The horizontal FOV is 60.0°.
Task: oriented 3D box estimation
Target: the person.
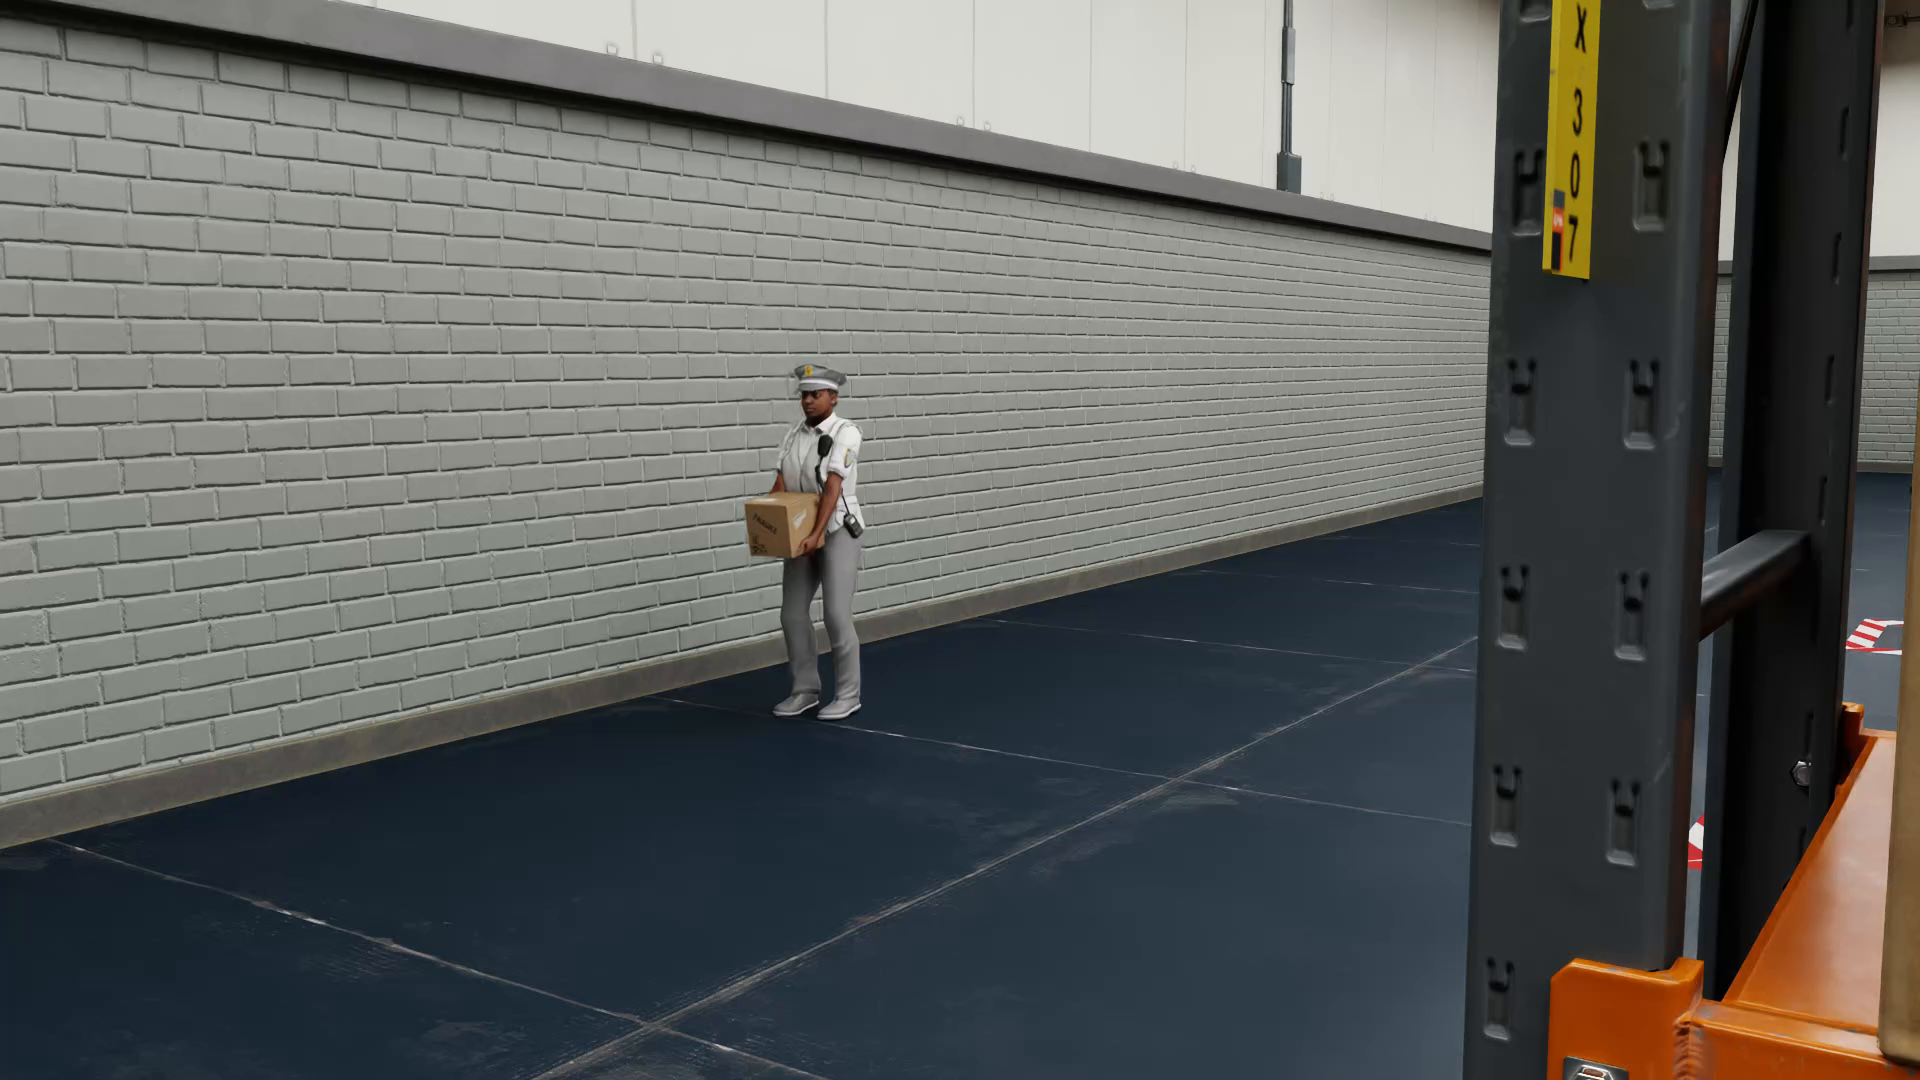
[{"bbox_3d":[-0.700,0.010,7.885,0.416,1.680,0.530,4,8,32],"label":"person"}]
